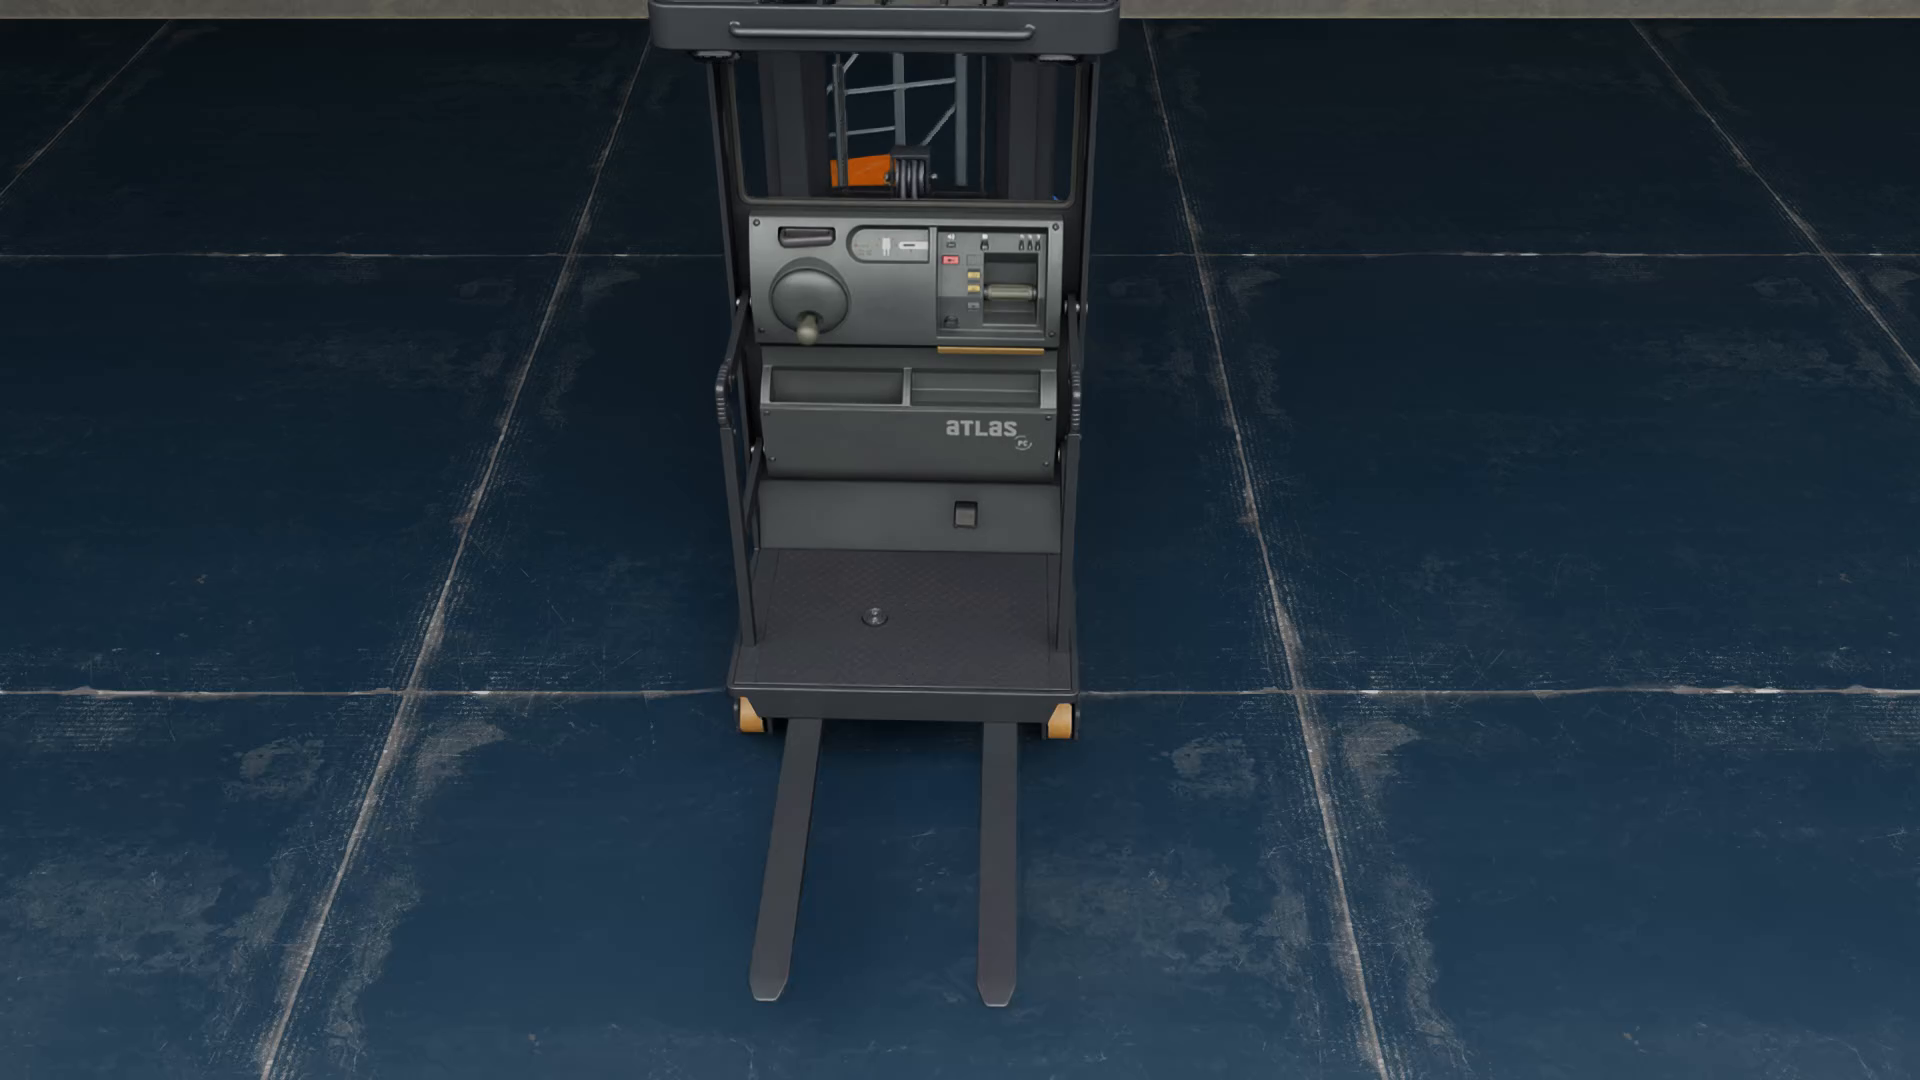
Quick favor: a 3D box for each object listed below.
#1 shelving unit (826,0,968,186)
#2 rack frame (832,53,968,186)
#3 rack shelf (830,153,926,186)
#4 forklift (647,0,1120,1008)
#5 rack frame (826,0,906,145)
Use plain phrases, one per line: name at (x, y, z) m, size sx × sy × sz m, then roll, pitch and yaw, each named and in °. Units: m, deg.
shelving unit at (-0.348, -1.467, 6.881) m, size 0.587 × 1.500 × 1.083 m, roll -10°, pitch 40°, yaw -12°
rack frame at (-0.216, -1.166, 6.505) m, size 0.500 × 1.500 × 0.032 m, roll -10°, pitch 40°, yaw -12°
rack shelf at (-0.351, -1.332, 7.000) m, size 0.538 × 0.185 × 1.000 m, roll -10°, pitch 40°, yaw -12°
forklift at (-0.164, -0.698, 4.777) m, size 1.130 × 2.935 × 3.031 m, roll 1°, pitch 39°, yaw 1°
rack frame at (-0.485, -1.779, 7.270) m, size 0.500 × 1.500 × 0.032 m, roll -10°, pitch 40°, yaw -12°
